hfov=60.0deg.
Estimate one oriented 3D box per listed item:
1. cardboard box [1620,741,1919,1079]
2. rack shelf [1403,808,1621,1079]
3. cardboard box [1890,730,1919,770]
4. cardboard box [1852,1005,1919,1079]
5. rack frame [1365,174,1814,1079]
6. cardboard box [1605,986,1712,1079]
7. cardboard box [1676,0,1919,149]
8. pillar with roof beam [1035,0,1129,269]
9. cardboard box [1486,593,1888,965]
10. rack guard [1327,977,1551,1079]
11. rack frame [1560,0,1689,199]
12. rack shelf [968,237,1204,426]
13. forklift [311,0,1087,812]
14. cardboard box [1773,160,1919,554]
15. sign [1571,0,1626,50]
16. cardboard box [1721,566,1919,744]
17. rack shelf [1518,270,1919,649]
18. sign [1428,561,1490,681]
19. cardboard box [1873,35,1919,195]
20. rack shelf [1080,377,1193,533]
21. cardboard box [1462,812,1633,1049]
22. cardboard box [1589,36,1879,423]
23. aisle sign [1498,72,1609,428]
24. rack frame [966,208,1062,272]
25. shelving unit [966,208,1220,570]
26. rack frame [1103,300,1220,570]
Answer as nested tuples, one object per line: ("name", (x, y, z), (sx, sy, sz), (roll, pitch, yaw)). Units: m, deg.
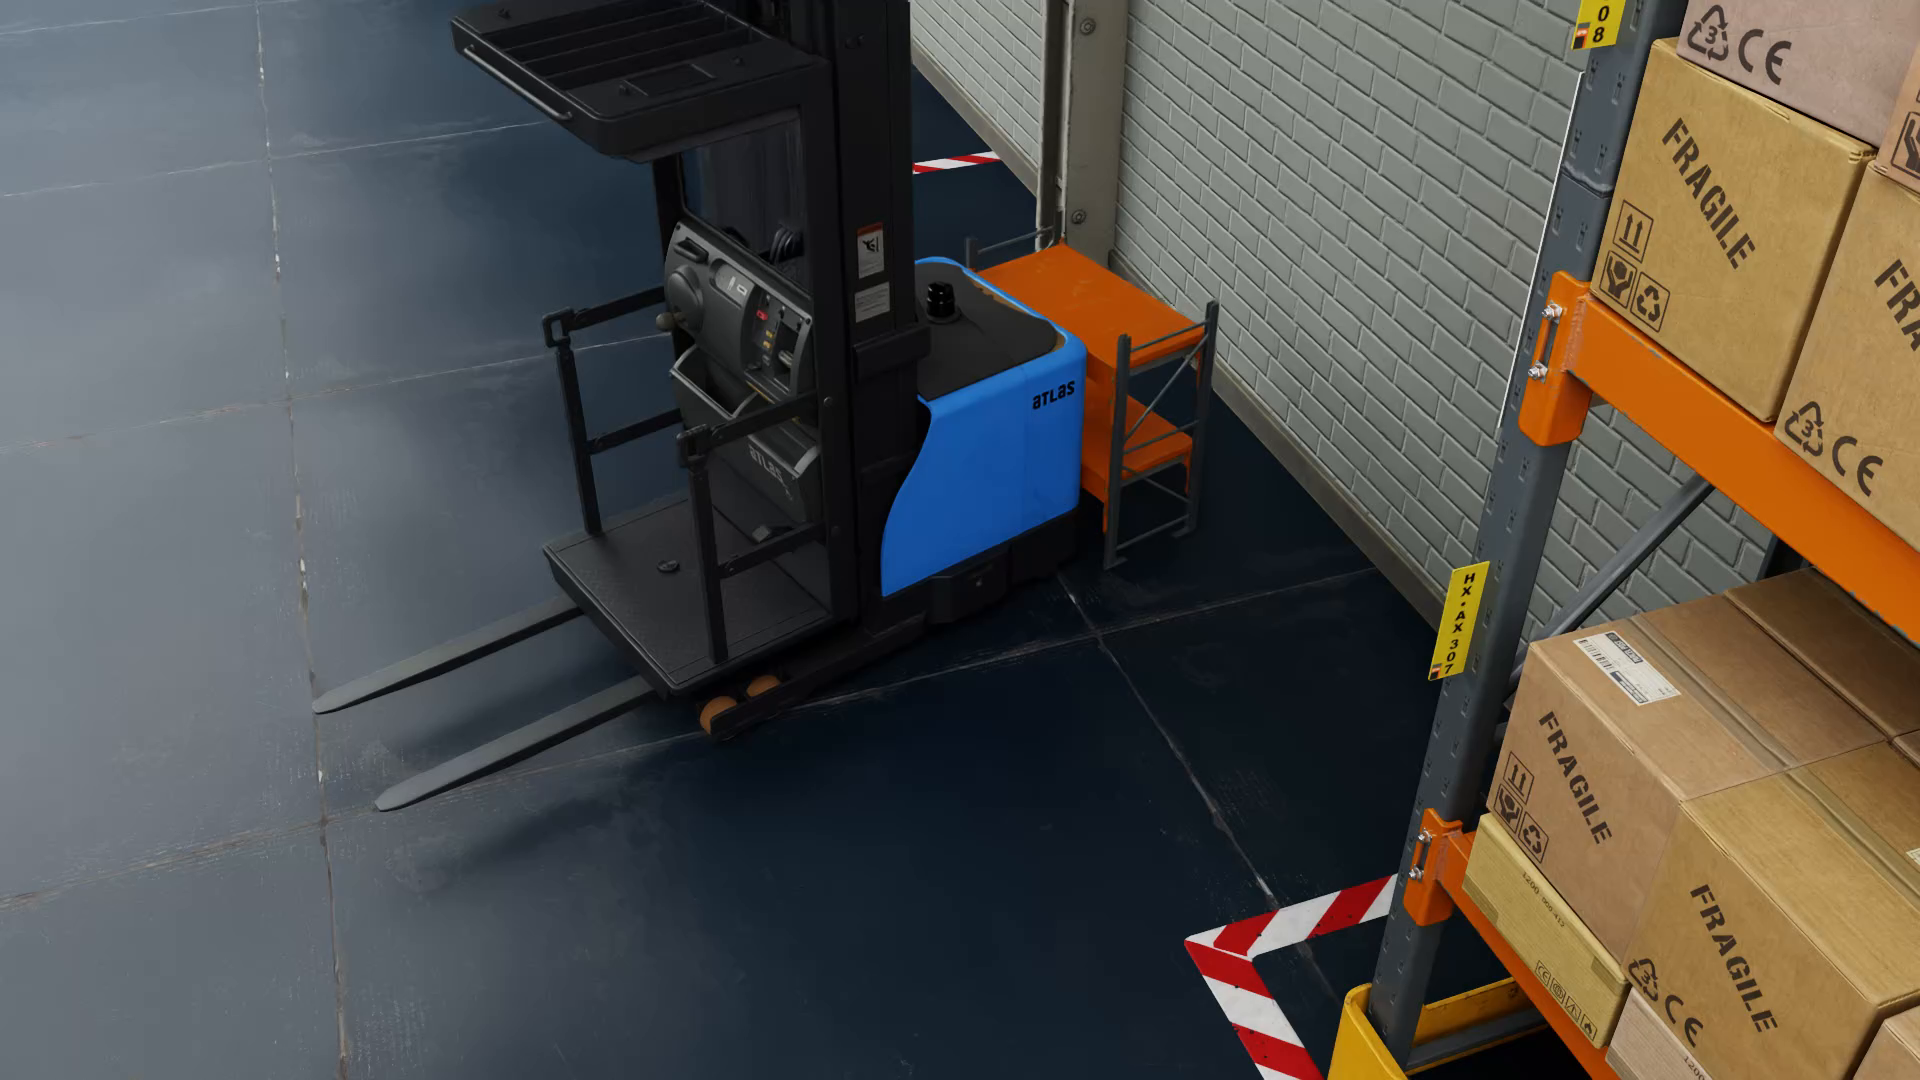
("cardboard box", (1.690, 0.786, 3.198), (0.500, 0.500, 0.500), (-12, 39, -16))
("rack shelf", (2.336, 1.837, 2.915), (1.077, 0.370, 4.000), (-12, 39, -16))
("cardboard box", (2.173, 0.681, 3.337), (0.500, 0.500, 0.500), (-12, 39, -15))
("cardboard box", (1.862, 1.079, 2.809), (0.500, 0.500, 0.500), (-14, 39, -17))
("rack frame", (1.647, 0.420, 4.199), (1.000, 3.000, 0.127), (-12, 39, -16))
("cardboard box", (1.709, 1.104, 3.399), (0.500, 0.250, 0.500), (-14, 39, -17))
("cardboard box", (1.552, -0.957, 2.604), (0.500, 0.500, 0.500), (-15, 40, -19))
("pillar with roof beam", (-3.406, -4.258, 5.423), (9.100, 9.000, 0.400), (-12, 39, -16))
("cardboard box", (1.530, 0.505, 3.572), (0.500, 0.500, 0.500), (-12, 39, -16))
("rack guard", (1.674, 1.462, 4.894), (1.175, 0.500, 0.348), (-12, 39, -16))
("rack frame", (1.647, -1.976, 2.394), (1.000, 3.000, 0.127), (-12, 39, -16))
("rack shelf", (0.531, -0.901, 7.025), (0.538, 0.278, 1.000), (-23, 43, -27))
("forklift", (-0.966, -0.779, 5.848), (3.031, 2.935, 1.130), (-25, 43, -29))
("cardboard box", (1.679, -0.274, 2.528), (0.500, 0.500, 0.500), (-10, 38, -13))
("sign", (1.138, -1.015, 2.884), (0.100, 0.325, 0.005), (-12, 39, -16))
("cardboard box", (2.009, 0.395, 3.717), (0.500, 0.500, 0.500), (-13, 39, -16))
("rack shelf", (2.336, 0.639, 2.013), (1.077, 0.370, 4.000), (-12, 39, -16))
("sign", (1.138, 0.187, 3.789), (0.100, 0.325, 0.005), (-12, 39, -16))
("cardboard box", (1.677, -0.663, 2.214), (0.500, 0.500, 0.500), (-13, 39, -16))
("rack shelf", (0.531, -0.472, 7.349), (0.538, 0.278, 1.000), (-23, 43, -27))
("cardboard box", (1.517, 0.814, 3.785), (0.500, 0.250, 0.500), (-14, 39, -17))
("cardboard box", (1.528, -0.585, 2.941), (0.500, 0.500, 0.500), (-11, 38, -15))
("aisle sign", (1.341, -0.597, 3.388), (0.394, 0.787, 0.004), (-12, 39, -16))
("rack frame", (0.237, -0.918, 7.533), (0.500, 1.125, 0.032), (-23, 43, -27))
("shelving unit", (0.531, -0.668, 7.201), (0.538, 1.125, 1.048), (-23, 43, -27))
("rack frame", (0.824, -0.418, 6.870), (0.500, 1.125, 0.032), (-23, 43, -27))
